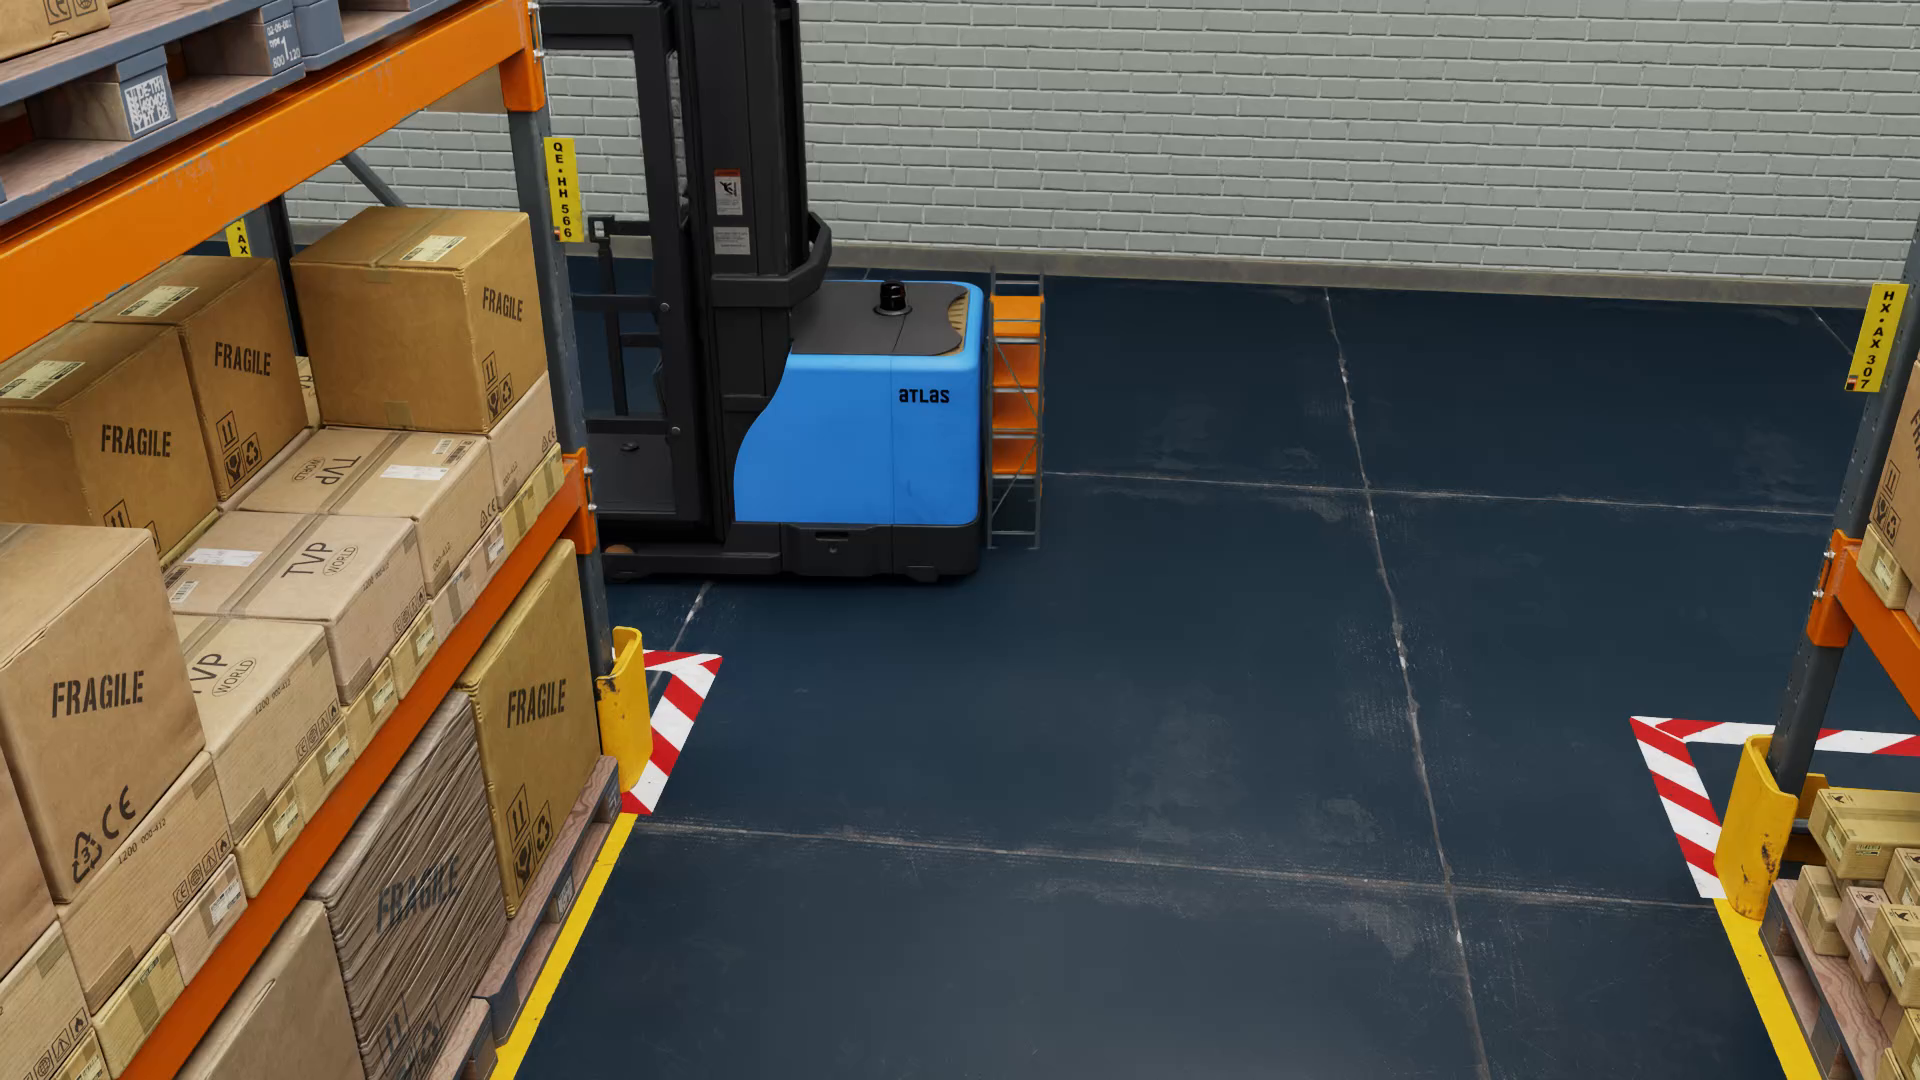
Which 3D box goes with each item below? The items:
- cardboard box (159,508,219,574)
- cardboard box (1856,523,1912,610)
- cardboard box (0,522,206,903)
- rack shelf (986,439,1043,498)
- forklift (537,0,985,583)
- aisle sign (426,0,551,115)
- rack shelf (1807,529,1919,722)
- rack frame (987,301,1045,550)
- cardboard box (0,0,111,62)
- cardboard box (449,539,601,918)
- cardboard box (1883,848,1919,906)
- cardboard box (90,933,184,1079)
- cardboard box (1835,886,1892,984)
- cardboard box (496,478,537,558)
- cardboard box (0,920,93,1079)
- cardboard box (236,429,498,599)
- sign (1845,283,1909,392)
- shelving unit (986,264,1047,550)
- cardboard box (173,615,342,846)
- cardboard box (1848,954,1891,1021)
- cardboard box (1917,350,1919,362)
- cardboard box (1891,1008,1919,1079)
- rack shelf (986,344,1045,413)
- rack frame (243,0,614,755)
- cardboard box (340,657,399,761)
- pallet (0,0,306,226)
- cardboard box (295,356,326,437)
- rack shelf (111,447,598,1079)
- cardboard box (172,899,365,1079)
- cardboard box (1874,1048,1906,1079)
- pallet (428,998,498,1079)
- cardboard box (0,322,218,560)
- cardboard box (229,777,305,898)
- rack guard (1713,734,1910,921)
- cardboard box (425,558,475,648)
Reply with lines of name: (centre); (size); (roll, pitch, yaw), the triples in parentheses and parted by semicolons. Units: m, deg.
cardboard box: (-2.205, 0.129, 4.192); (0.500, 0.250, 0.500); (2, 28, 4)
cardboard box: (2.790, 0.082, 4.700); (0.380, 0.149, 0.250); (3, 28, 6)
cardboard box: (-1.806, 0.303, 3.079); (0.500, 0.500, 0.500); (2, 28, 5)
rack shelf: (0.252, -0.369, 7.730); (0.258, 0.148, 0.480); (1, 28, 2)
forklift: (-1.409, -1.349, 7.163); (3.031, 2.935, 1.130); (1, 28, 2)
aisle sign: (-1.449, -1.659, 4.925); (0.394, 0.787, 0.004); (3, 28, 6)
rack shelf: (2.910, 1.096, 3.311); (1.077, 0.370, 4.000); (3, 28, 6)
rack frame: (0.245, -0.487, 7.389); (0.240, 1.200, 0.015); (1, 28, 2)
cardboard box: (-1.934, -1.071, 2.759); (0.700, 0.500, 0.500); (5, 29, 8)
cardboard box: (-1.755, 0.559, 5.348); (0.875, 0.875, 0.875); (3, 28, 6)
cardboard box: (2.839, 1.010, 4.648); (0.380, 0.149, 0.250); (4, 29, 7)
cardboard box: (-1.754, 0.884, 3.212); (0.380, 0.149, 0.250); (3, 28, 5)
cardboard box: (2.746, 1.135, 4.731); (0.380, 0.149, 0.250); (3, 28, 6)
cardboard box: (-1.503, -0.078, 4.997); (0.380, 0.149, 0.250); (4, 29, 7)
cardboard box: (-1.862, 0.880, 2.798); (0.500, 0.250, 0.500); (3, 28, 6)
cardboard box: (-1.614, -0.080, 4.581); (0.500, 0.250, 0.500); (3, 28, 5)
sign: (2.616, -0.575, 4.741); (0.100, 0.325, 0.005); (3, 28, 6)
shelving unit: (0.252, -0.603, 7.604); (0.258, 1.200, 0.503); (1, 28, 2)
cardboard box: (-1.736, 0.405, 3.681); (0.500, 0.250, 0.500); (3, 29, 6)
cardboard box: (2.822, 1.264, 4.804); (0.380, 0.149, 0.250); (3, 28, 6)
cardboard box: (2.836, -0.581, 4.193); (0.500, 0.500, 0.500); (3, 28, 6)
cardboard box: (2.665, 1.369, 4.295); (0.380, 0.149, 0.250); (4, 29, 8)
rack shelf: (0.252, -0.740, 7.529); (0.258, 0.148, 0.480); (1, 28, 2)
rack frame: (-1.756, -0.498, 5.511); (1.000, 3.000, 0.127); (3, 28, 6)
cardboard box: (-1.627, 0.403, 4.105); (0.380, 0.149, 0.250); (3, 29, 6)
pallet: (-1.983, -0.854, 3.103); (1.003, 0.211, 1.213); (3, 28, 6)
cardboard box: (-2.082, -0.352, 5.086); (0.500, 0.250, 0.500); (3, 28, 5)
rack shelf: (-2.001, 0.760, 3.934); (1.077, 0.370, 4.000); (3, 28, 6)
cardboard box: (-1.975, 1.406, 3.775); (0.875, 0.875, 0.875); (3, 28, 6)
cardboard box: (2.658, 1.496, 4.374); (0.380, 0.149, 0.250); (4, 29, 7)
pallet: (-1.928, 1.683, 4.403); (1.003, 0.211, 1.213); (3, 28, 6)
cardboard box: (-2.201, -0.203, 4.018); (0.500, 0.500, 0.500); (3, 28, 5)
cardboard box: (-1.690, 0.642, 3.661); (0.380, 0.149, 0.250); (3, 28, 5)
rack guard: (3.145, 0.974, 5.414); (1.175, 0.500, 0.348); (3, 28, 6)
cardboard box: (-1.566, 0.158, 4.559); (0.380, 0.149, 0.250); (4, 29, 7)
